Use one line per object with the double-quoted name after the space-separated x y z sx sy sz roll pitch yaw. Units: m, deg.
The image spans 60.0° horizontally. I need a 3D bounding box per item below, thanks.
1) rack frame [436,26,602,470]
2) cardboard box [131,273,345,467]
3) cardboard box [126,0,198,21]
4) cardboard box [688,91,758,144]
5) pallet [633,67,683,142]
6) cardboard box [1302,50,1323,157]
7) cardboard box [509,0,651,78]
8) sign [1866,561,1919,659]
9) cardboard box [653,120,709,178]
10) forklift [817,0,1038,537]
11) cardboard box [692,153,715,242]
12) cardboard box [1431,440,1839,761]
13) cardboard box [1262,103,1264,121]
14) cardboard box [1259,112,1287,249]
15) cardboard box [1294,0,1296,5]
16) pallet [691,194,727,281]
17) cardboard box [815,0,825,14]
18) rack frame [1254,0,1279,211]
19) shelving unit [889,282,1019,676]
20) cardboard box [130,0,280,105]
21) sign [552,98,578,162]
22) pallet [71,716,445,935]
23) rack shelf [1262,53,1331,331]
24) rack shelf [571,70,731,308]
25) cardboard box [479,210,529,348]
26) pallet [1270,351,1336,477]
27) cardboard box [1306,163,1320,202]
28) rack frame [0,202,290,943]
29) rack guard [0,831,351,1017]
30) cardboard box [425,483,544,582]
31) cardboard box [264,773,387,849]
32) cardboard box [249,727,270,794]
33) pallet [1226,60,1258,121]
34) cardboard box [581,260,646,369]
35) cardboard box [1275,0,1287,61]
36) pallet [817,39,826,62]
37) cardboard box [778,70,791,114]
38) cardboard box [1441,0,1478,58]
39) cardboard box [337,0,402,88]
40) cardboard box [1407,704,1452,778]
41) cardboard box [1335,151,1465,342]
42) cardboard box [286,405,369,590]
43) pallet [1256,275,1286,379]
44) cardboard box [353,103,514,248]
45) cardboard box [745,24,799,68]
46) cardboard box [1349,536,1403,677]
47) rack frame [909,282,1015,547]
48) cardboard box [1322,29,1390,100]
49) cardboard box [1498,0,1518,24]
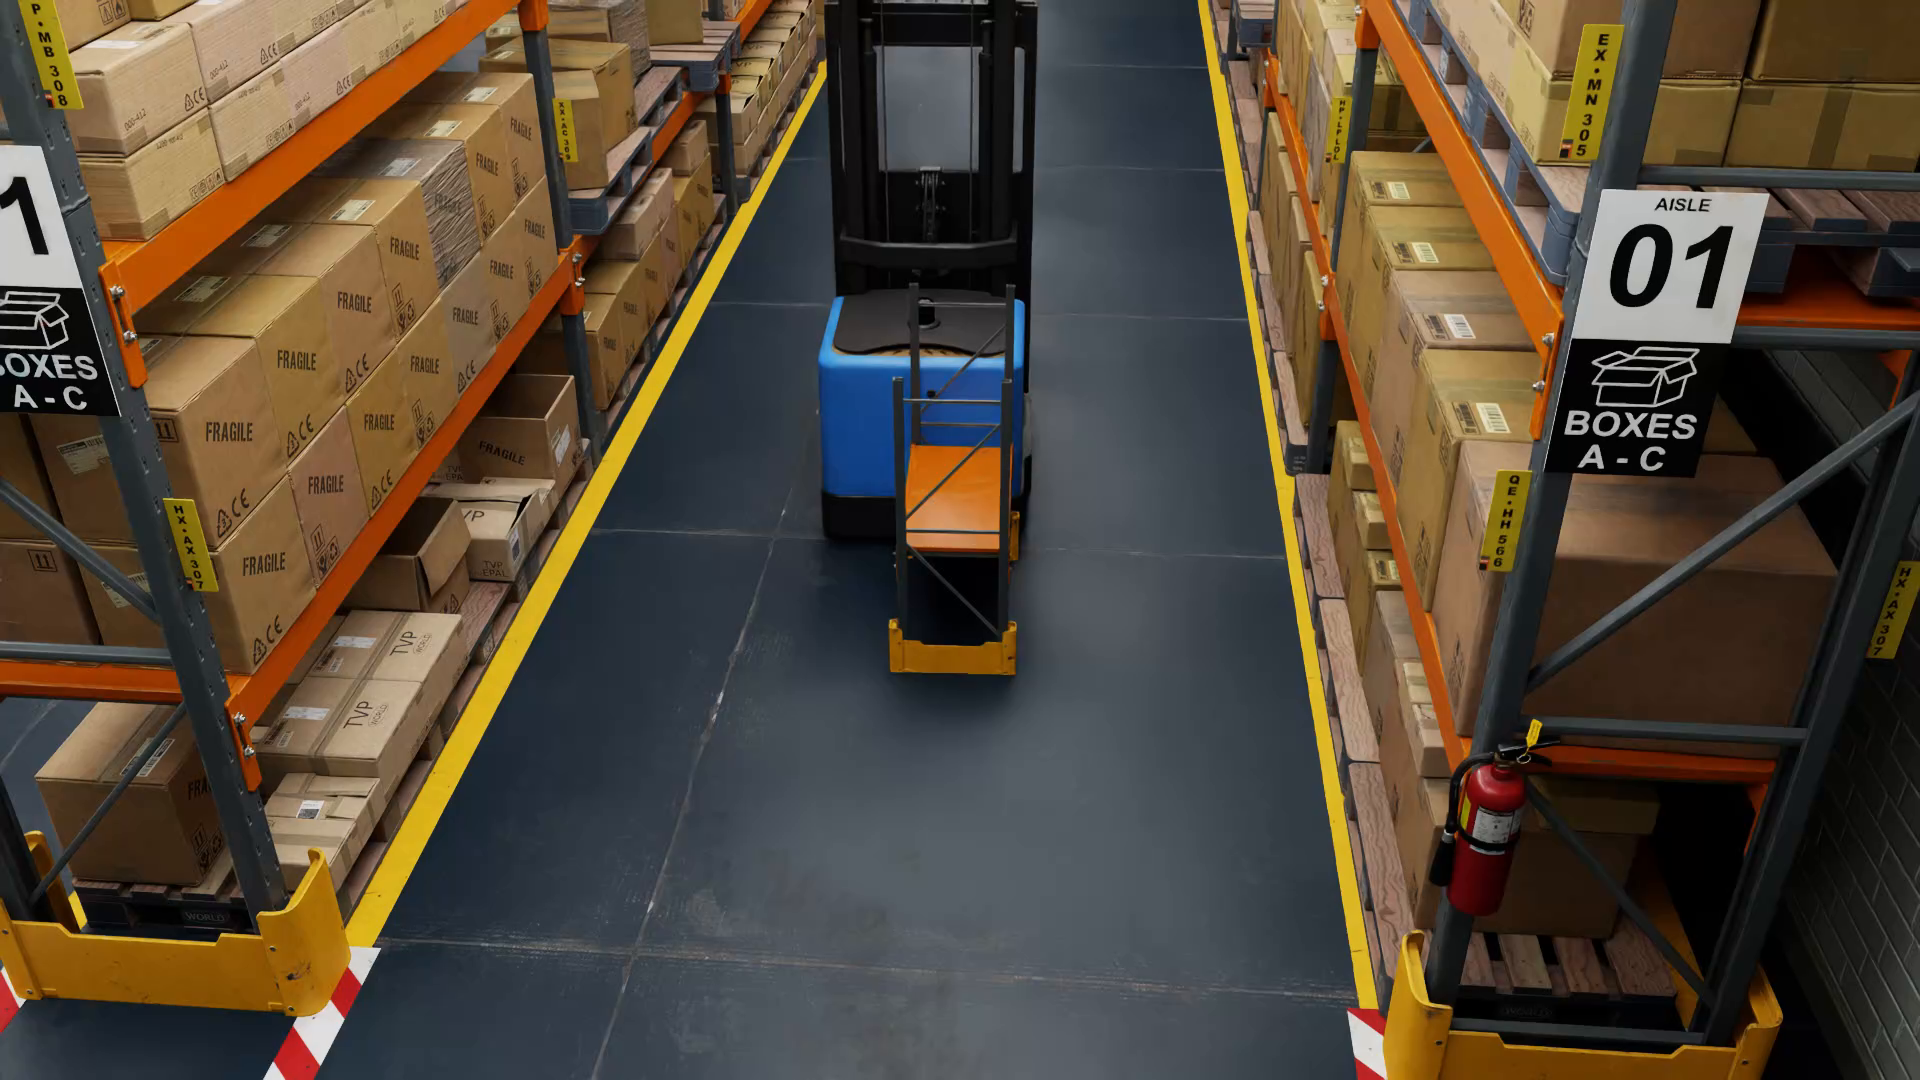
-2.547 -1.728 8.695 1.000 3.000 0.127 2 32 4 "rack frame"
-2.539 -0.599 5.815 0.500 0.500 0.500 3 32 4 "cardboard box"
-2.722 -1.909 5.081 0.700 0.500 0.500 2 32 4 "cardboard box"
-1.886 -3.328 12.978 0.500 0.311 0.500 3 32 6 "cardboard box"
-2.375 -2.721 10.489 1.003 0.211 1.213 2 32 4 "pallet"
2.258 -2.478 9.514 0.500 0.500 0.500 3 32 4 "cardboard box"
-2.425 -3.237 10.648 0.700 0.500 0.500 8 33 13 "cardboard box"
2.618 0.197 4.670 0.100 0.325 0.005 2 32 4 "sign"
-2.064 -2.734 11.575 0.500 0.250 0.500 4 32 6 "cardboard box"
-0.136 -1.991 9.187 1.130 2.935 3.031 1 32 2 "forklift"
-2.063 -2.444 11.820 0.500 0.500 0.500 4 32 6 "cardboard box"
2.097 0.178 5.316 0.980 0.700 0.700 4 32 6 "cardboard box"
2.893 -3.638 13.757 0.700 0.500 0.500 2 32 4 "cardboard box"
2.526 -2.495 11.588 0.750 0.750 0.750 2 32 3 "cardboard box"
2.379 -3.600 10.620 0.500 0.250 0.500 2 32 3 "cardboard box"
-2.320 -2.244 12.190 1.003 0.211 1.213 2 32 4 "pallet"
-1.546 -5.468 16.270 0.500 0.500 0.500 2 32 4 "cardboard box"
2.716 -3.610 11.749 1.000 3.000 0.127 2 32 4 "rack frame"
-0.012 -0.296 7.801 0.587 1.500 1.083 1 32 2 "shelving unit"
-2.523 -1.581 5.264 0.500 0.250 0.500 2 32 4 "cardboard box"
-2.005 -2.078 8.437 0.100 0.325 0.005 2 32 4 "sign"
-2.802 1.094 6.774 1.003 0.211 1.213 2 32 4 "pallet"
2.554 -2.258 10.241 1.077 0.370 4.000 2 32 4 "rack shelf"
-2.384 -2.468 10.581 1.077 0.370 4.000 2 32 4 "rack shelf"
-2.372 -1.229 7.790 0.500 0.500 0.500 3 32 5 "cardboard box"
2.378 -0.738 9.747 1.003 0.211 1.213 2 32 4 "pallet"
2.162 -2.016 9.383 0.380 0.149 0.250 2 32 4 "cardboard box"
-2.872 0.363 5.301 1.000 3.000 0.127 2 32 4 "rack frame"
-2.866 1.388 6.022 1.175 0.500 0.348 2 32 4 "rack guard"
-2.372 -0.069 8.146 0.500 0.311 0.500 2 32 4 "cardboard box"
-2.476 1.047 6.473 0.380 0.166 0.250 2 32 4 "cardboard box"
-2.951 0.879 6.745 0.380 0.166 0.250 2 32 4 "cardboard box"
2.980 -4.108 15.214 1.003 0.211 1.213 2 32 4 "pallet"
-2.232 -1.373 10.083 0.500 0.500 0.500 3 32 5 "cardboard box"
2.422 -3.545 11.245 0.500 0.500 0.500 3 32 5 "cardboard box"
-1.789 -5.139 16.887 1.003 0.211 1.213 2 32 4 "pallet"
-1.767 -3.893 14.428 0.500 0.250 0.500 3 32 5 "cardboard box"
1.939 -1.800 5.601 0.500 0.250 0.500 2 32 2 "cardboard box"
-2.450 -1.892 6.245 0.500 0.250 0.500 2 32 4 "cardboard box"
1.851 0.737 6.059 0.380 0.149 0.250 2 32 3 "cardboard box"
2.330 -1.363 7.817 0.980 0.700 0.700 3 32 5 "cardboard box"
-2.537 -0.170 6.072 0.500 0.500 0.500 2 32 4 "cardboard box"
2.475 -1.378 10.785 1.003 0.211 1.213 2 32 4 "pallet"
-2.369 -1.653 7.525 0.500 0.500 0.500 2 32 3 "cardboard box"
-1.722 -4.401 14.719 0.500 0.311 0.500 2 32 4 "cardboard box"
2.139 0.284 7.412 0.700 0.500 0.500 3 32 5 "cardboard box"
0.010 -0.567 8.241 0.500 1.500 0.032 1 32 2 "rack frame"
2.225 -2.538 8.896 0.500 0.250 0.500 3 32 5 "cardboard box"
1.904 -1.836 4.944 0.500 0.500 0.500 3 32 5 "cardboard box"
